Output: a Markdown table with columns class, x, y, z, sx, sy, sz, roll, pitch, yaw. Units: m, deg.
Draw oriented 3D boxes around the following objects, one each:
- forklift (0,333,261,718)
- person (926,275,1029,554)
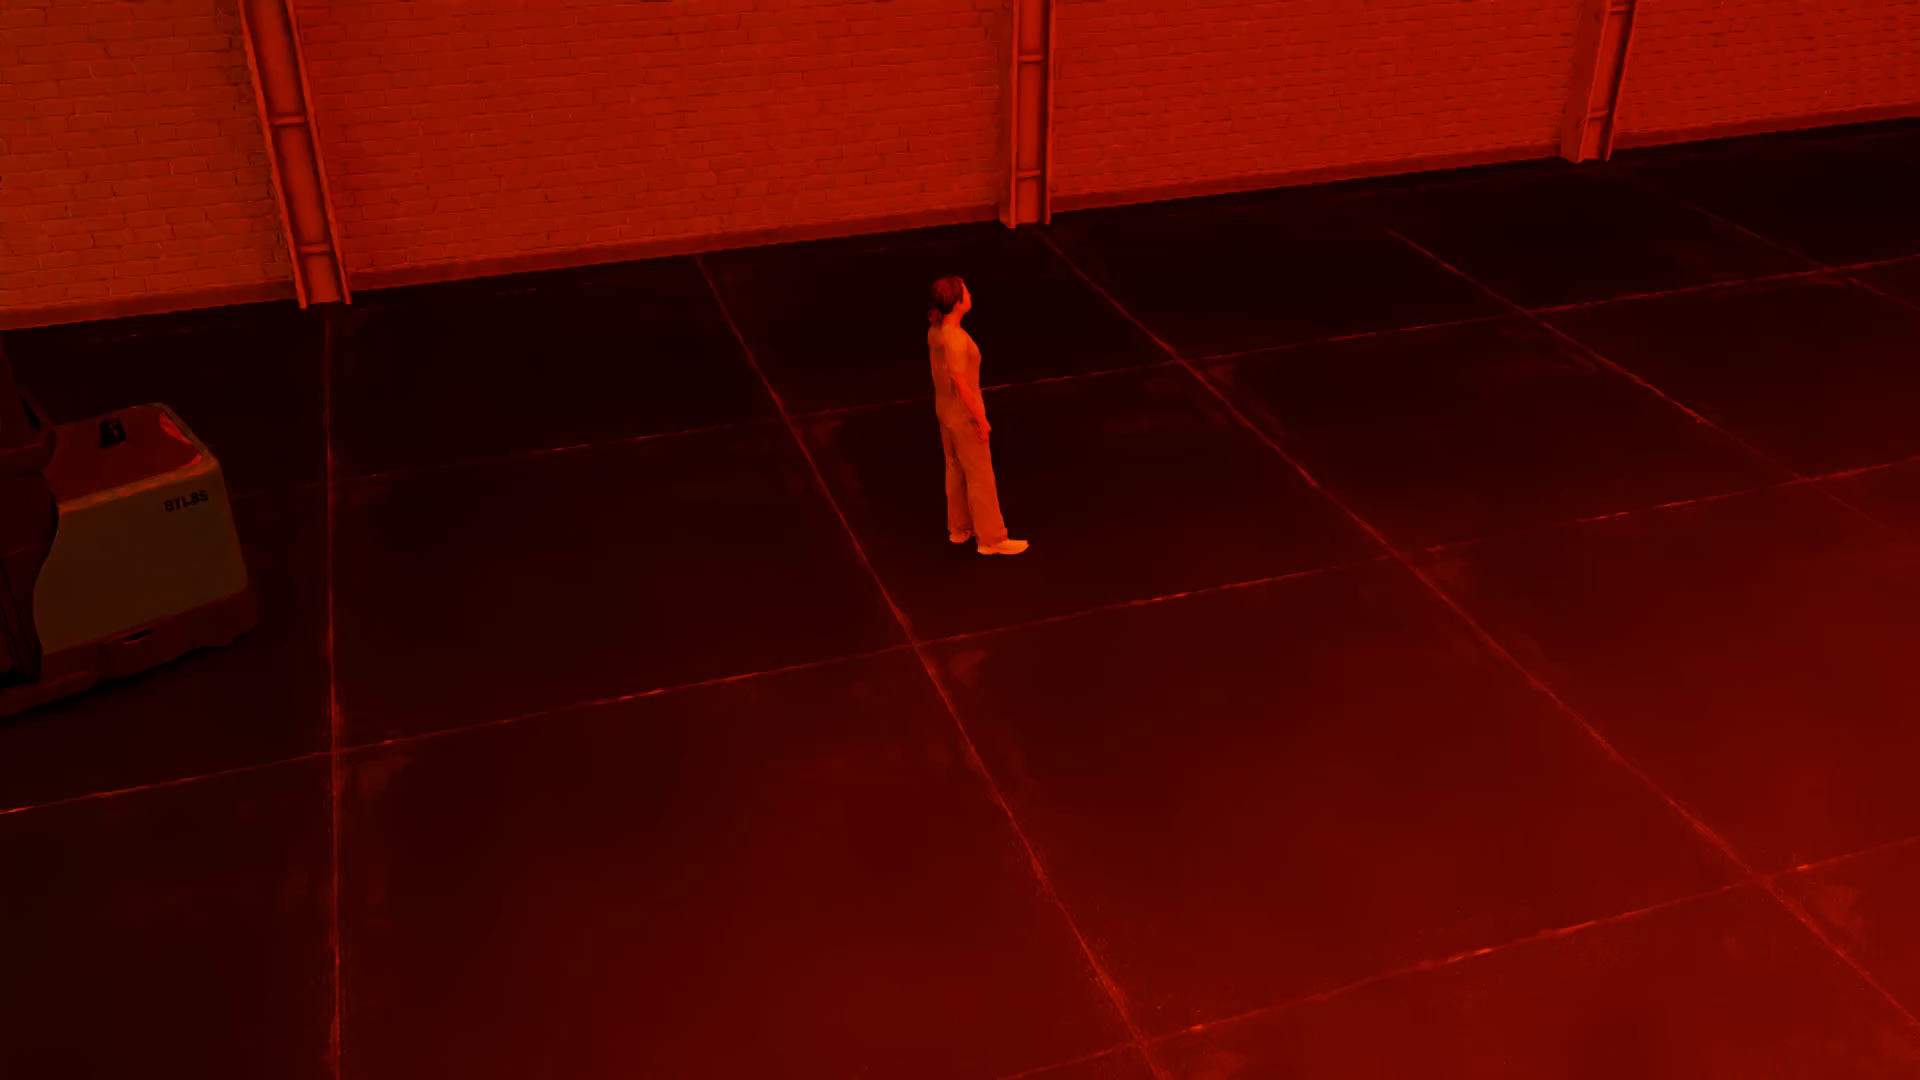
| class | x | y | z | sx | sy | sz | roll | pitch | yaw |
| --- | --- | --- | --- | --- | --- | --- | --- | --- | --- |
| forklift | -5.294 | -0.478 | 7.919 | 3.031 | 2.935 | 1.130 | -22 | 36 | -33 |
| person | 0.074 | -0.738 | 9.614 | 0.548 | 1.674 | 0.550 | -10 | 31 | -16 |
